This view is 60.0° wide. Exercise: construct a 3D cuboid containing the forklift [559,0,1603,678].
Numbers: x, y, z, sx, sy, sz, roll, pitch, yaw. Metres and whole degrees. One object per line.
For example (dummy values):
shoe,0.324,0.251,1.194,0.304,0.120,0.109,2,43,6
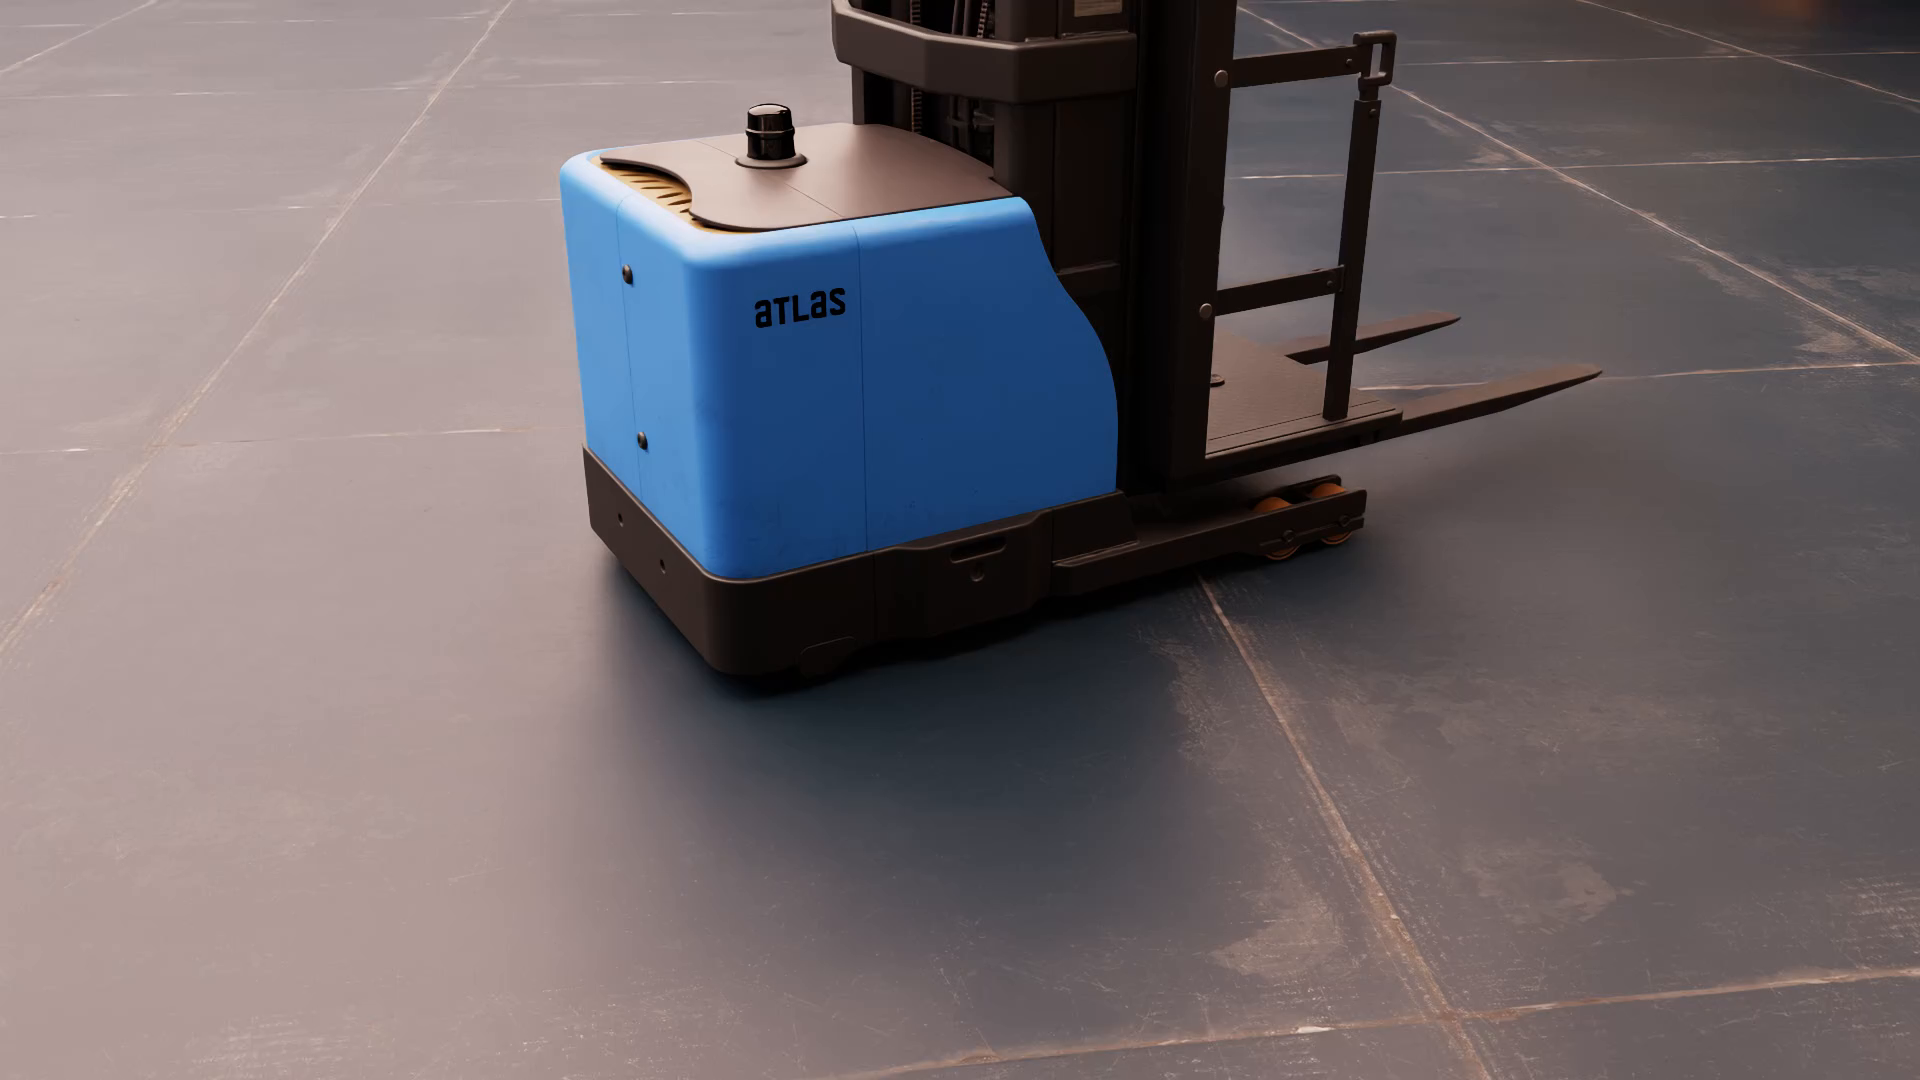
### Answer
forklift,0.529,-1.451,4.240,3.031,2.935,1.130,-14,29,-26
